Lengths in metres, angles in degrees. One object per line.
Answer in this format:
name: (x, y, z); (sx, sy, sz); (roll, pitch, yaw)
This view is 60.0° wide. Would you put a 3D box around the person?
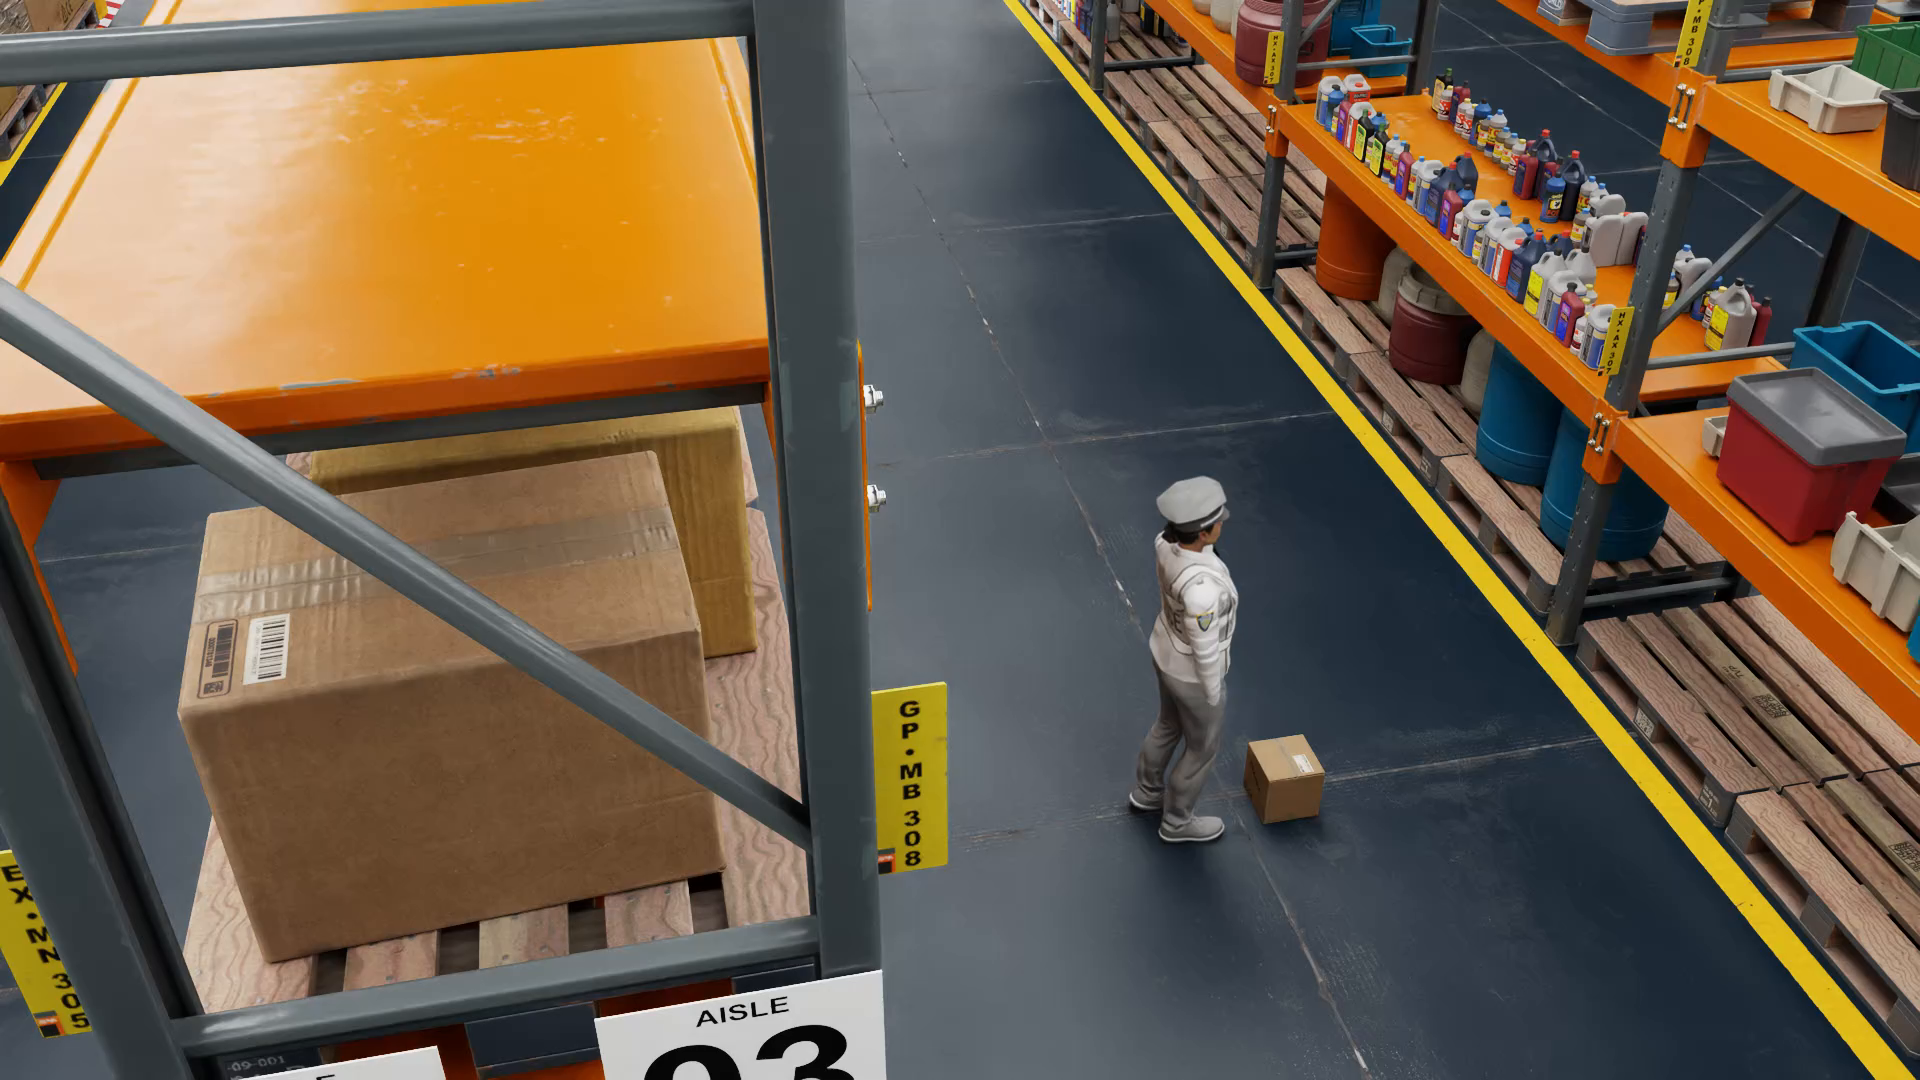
person: (0.915, 0.507, 6.649); (0.361, 1.728, 0.470); (-6, 35, -9)
